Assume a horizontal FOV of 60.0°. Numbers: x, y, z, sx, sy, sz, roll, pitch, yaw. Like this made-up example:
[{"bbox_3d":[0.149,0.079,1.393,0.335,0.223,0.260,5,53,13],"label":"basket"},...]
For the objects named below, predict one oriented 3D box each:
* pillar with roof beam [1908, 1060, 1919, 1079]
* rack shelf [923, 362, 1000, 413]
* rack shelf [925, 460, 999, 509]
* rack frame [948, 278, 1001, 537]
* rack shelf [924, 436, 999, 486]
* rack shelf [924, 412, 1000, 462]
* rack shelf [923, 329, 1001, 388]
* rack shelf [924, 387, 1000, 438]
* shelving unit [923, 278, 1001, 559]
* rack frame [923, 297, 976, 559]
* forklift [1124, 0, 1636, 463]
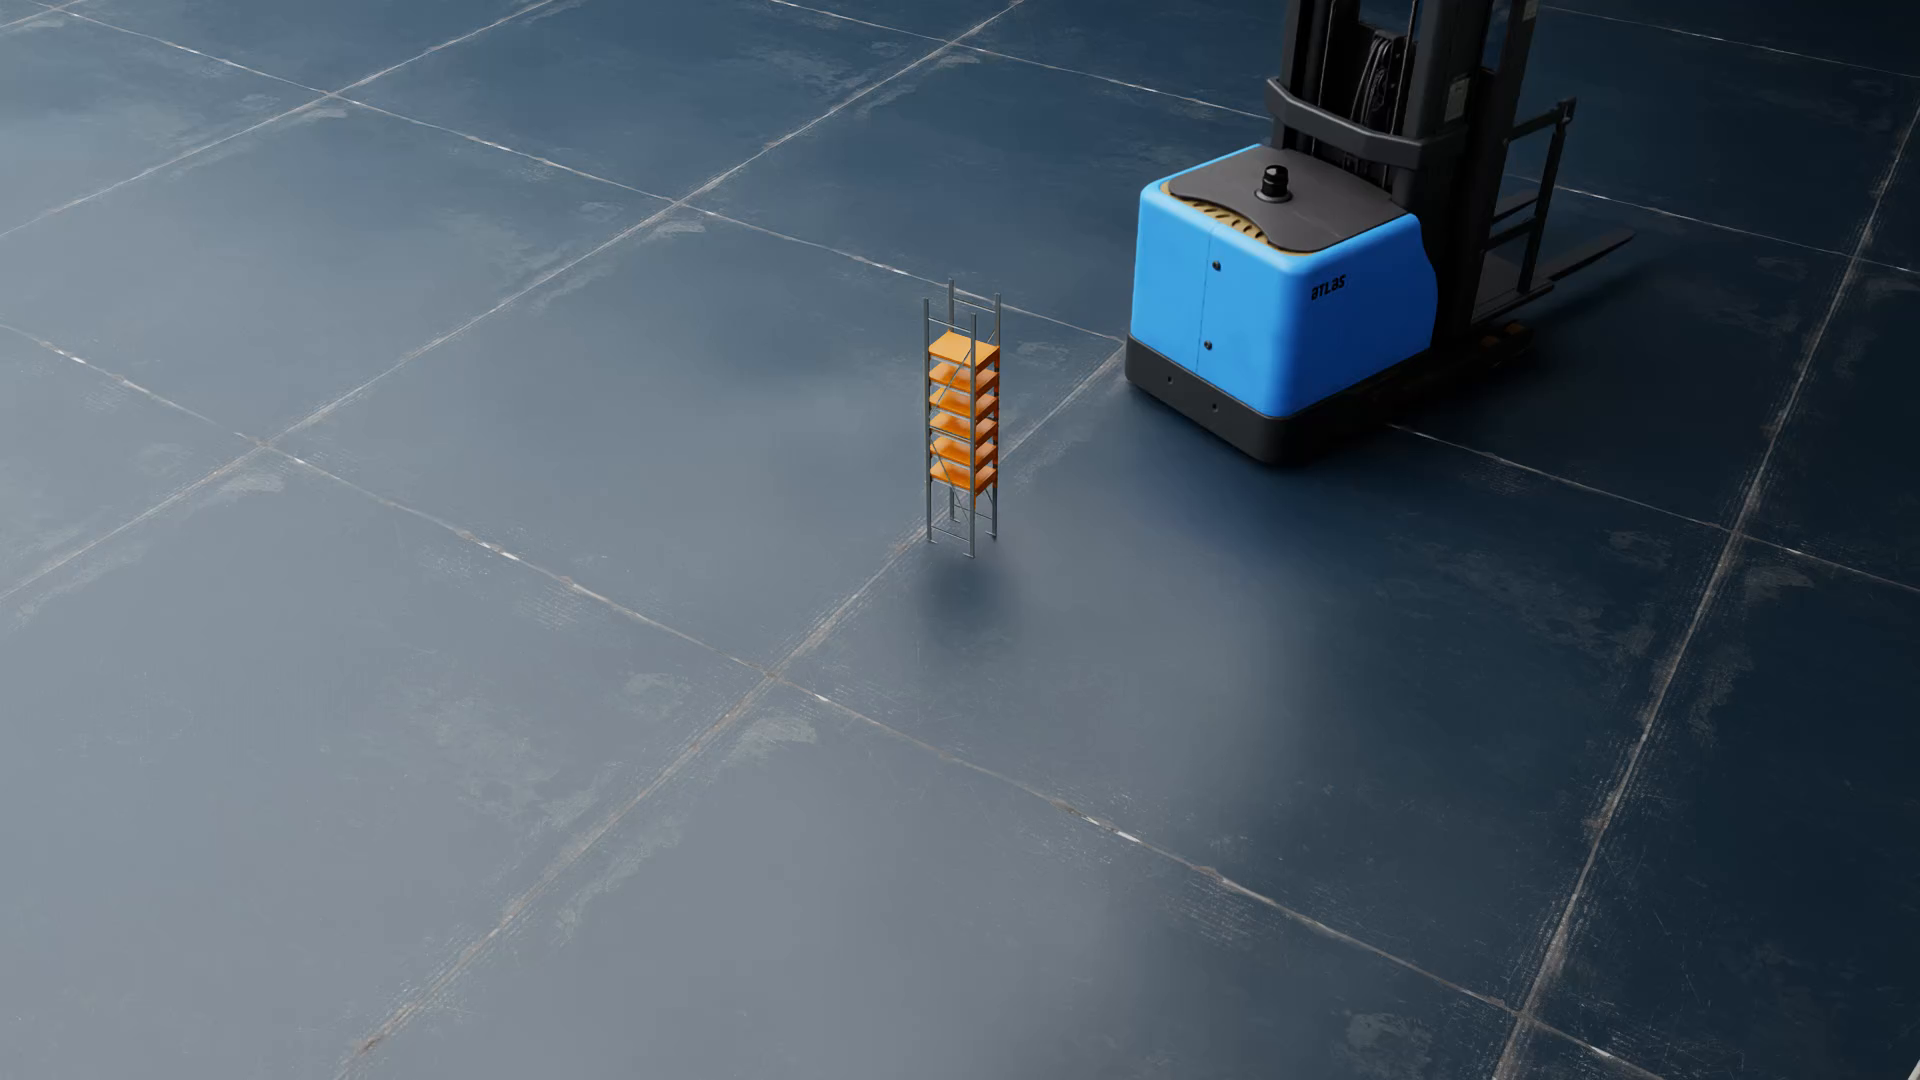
[{"bbox_3d":[-0.849,-3.071,3.864,9.100,9.000,0.400,21,42,25],"label":"pillar with roof beam"},{"bbox_3d":[0.008,-0.638,6.774,0.258,0.103,0.180,21,42,25],"label":"rack shelf"},{"bbox_3d":[0.008,-0.257,7.067,0.258,0.103,0.180,21,42,25],"label":"rack shelf"},{"bbox_3d":[0.057,-0.530,6.955,0.240,1.200,0.006,21,42,25],"label":"rack frame"},{"bbox_3d":[0.008,-0.352,6.994,0.258,0.103,0.180,21,42,25],"label":"rack shelf"},{"bbox_3d":[0.008,-0.447,6.920,0.258,0.103,0.180,21,42,25],"label":"rack shelf"},{"bbox_3d":[0.008,-0.733,6.701,0.258,0.103,0.180,21,42,25],"label":"rack shelf"},{"bbox_3d":[0.008,-0.542,6.847,0.258,0.103,0.180,21,42,25],"label":"rack shelf"},{"bbox_3d":[0.008,-0.483,6.893,0.258,1.200,0.189,21,42,25],"label":"shelving unit"},{"bbox_3d":[-0.041,-0.435,6.832,0.240,1.200,0.006,21,42,25],"label":"rack frame"},{"bbox_3d":[2.284,-2.249,7.767,3.031,2.935,1.130,-25,44,-29],"label":"forklift"}]
